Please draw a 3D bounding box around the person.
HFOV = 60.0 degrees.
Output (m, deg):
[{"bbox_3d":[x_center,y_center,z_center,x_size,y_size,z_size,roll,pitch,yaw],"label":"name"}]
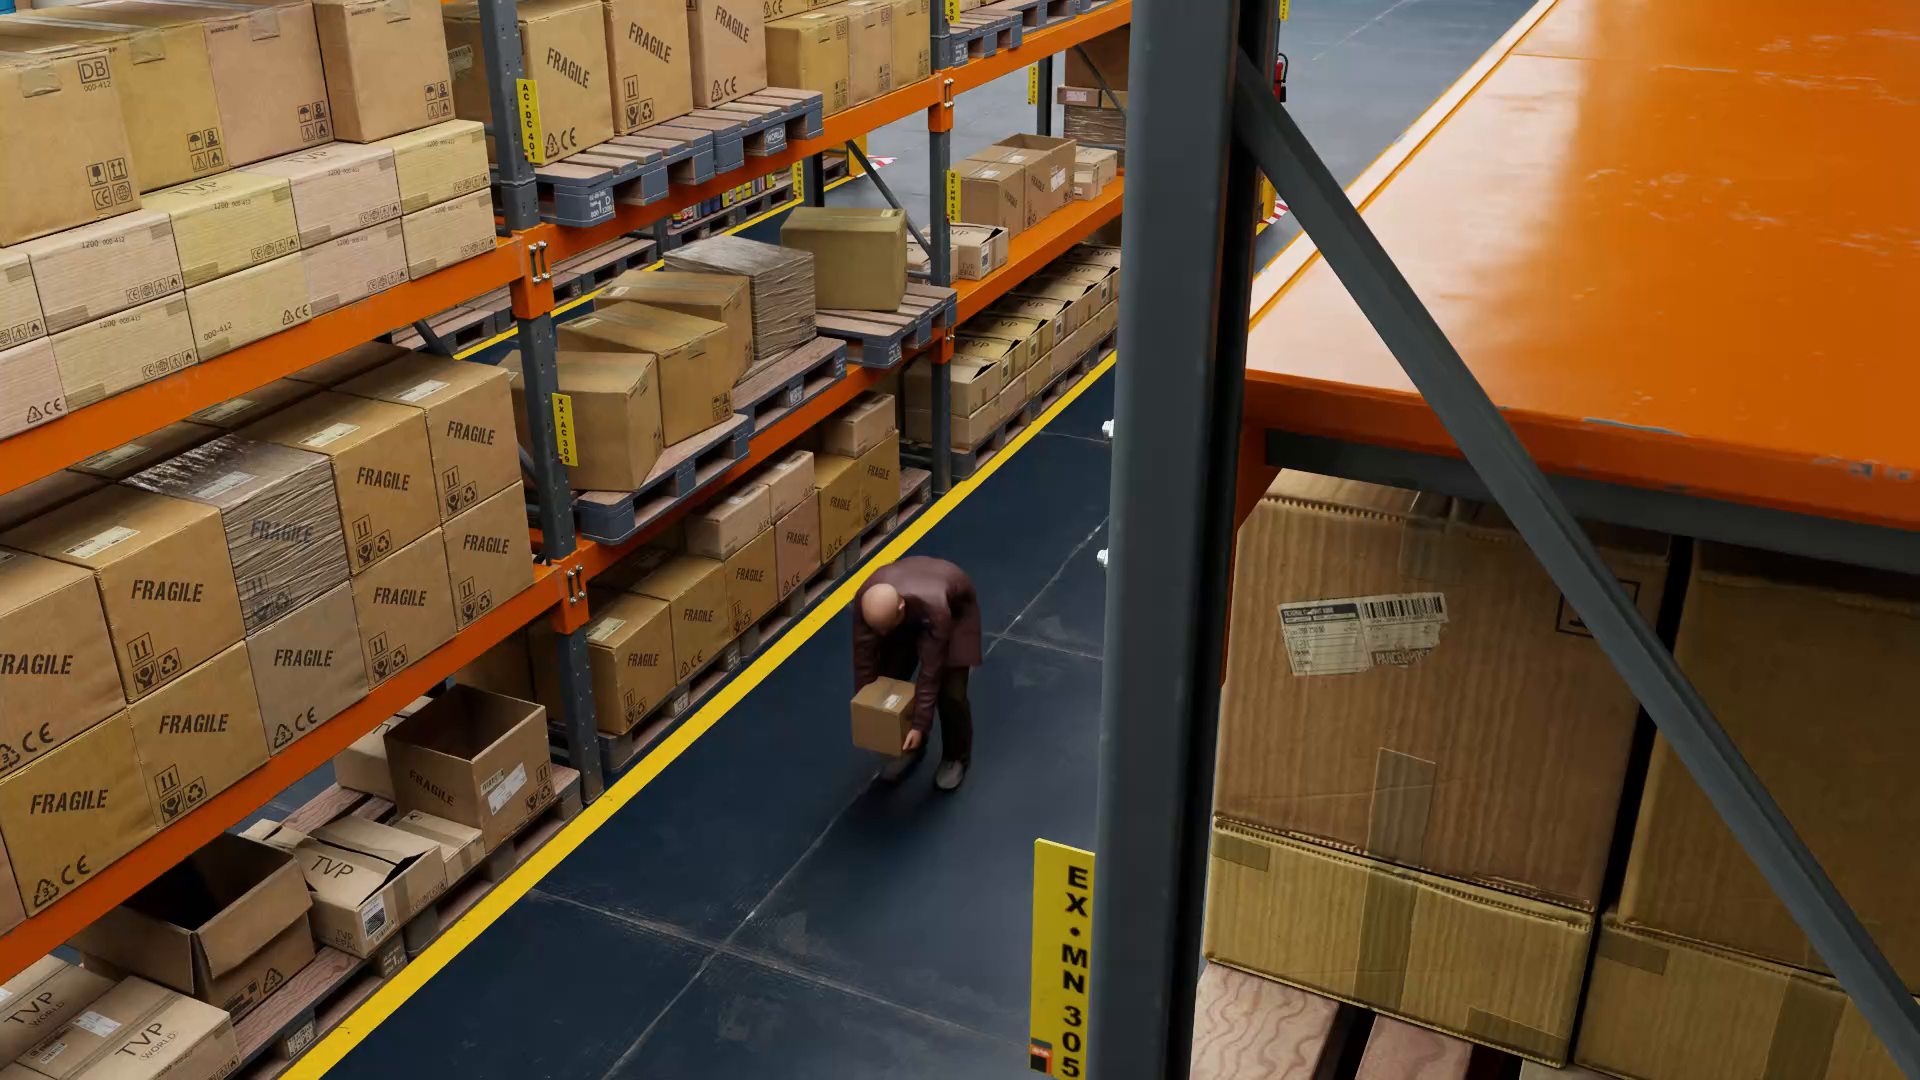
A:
[{"bbox_3d":[-0.192,0.458,7.890,0.543,1.601,0.661,11,28,21],"label":"person"}]
